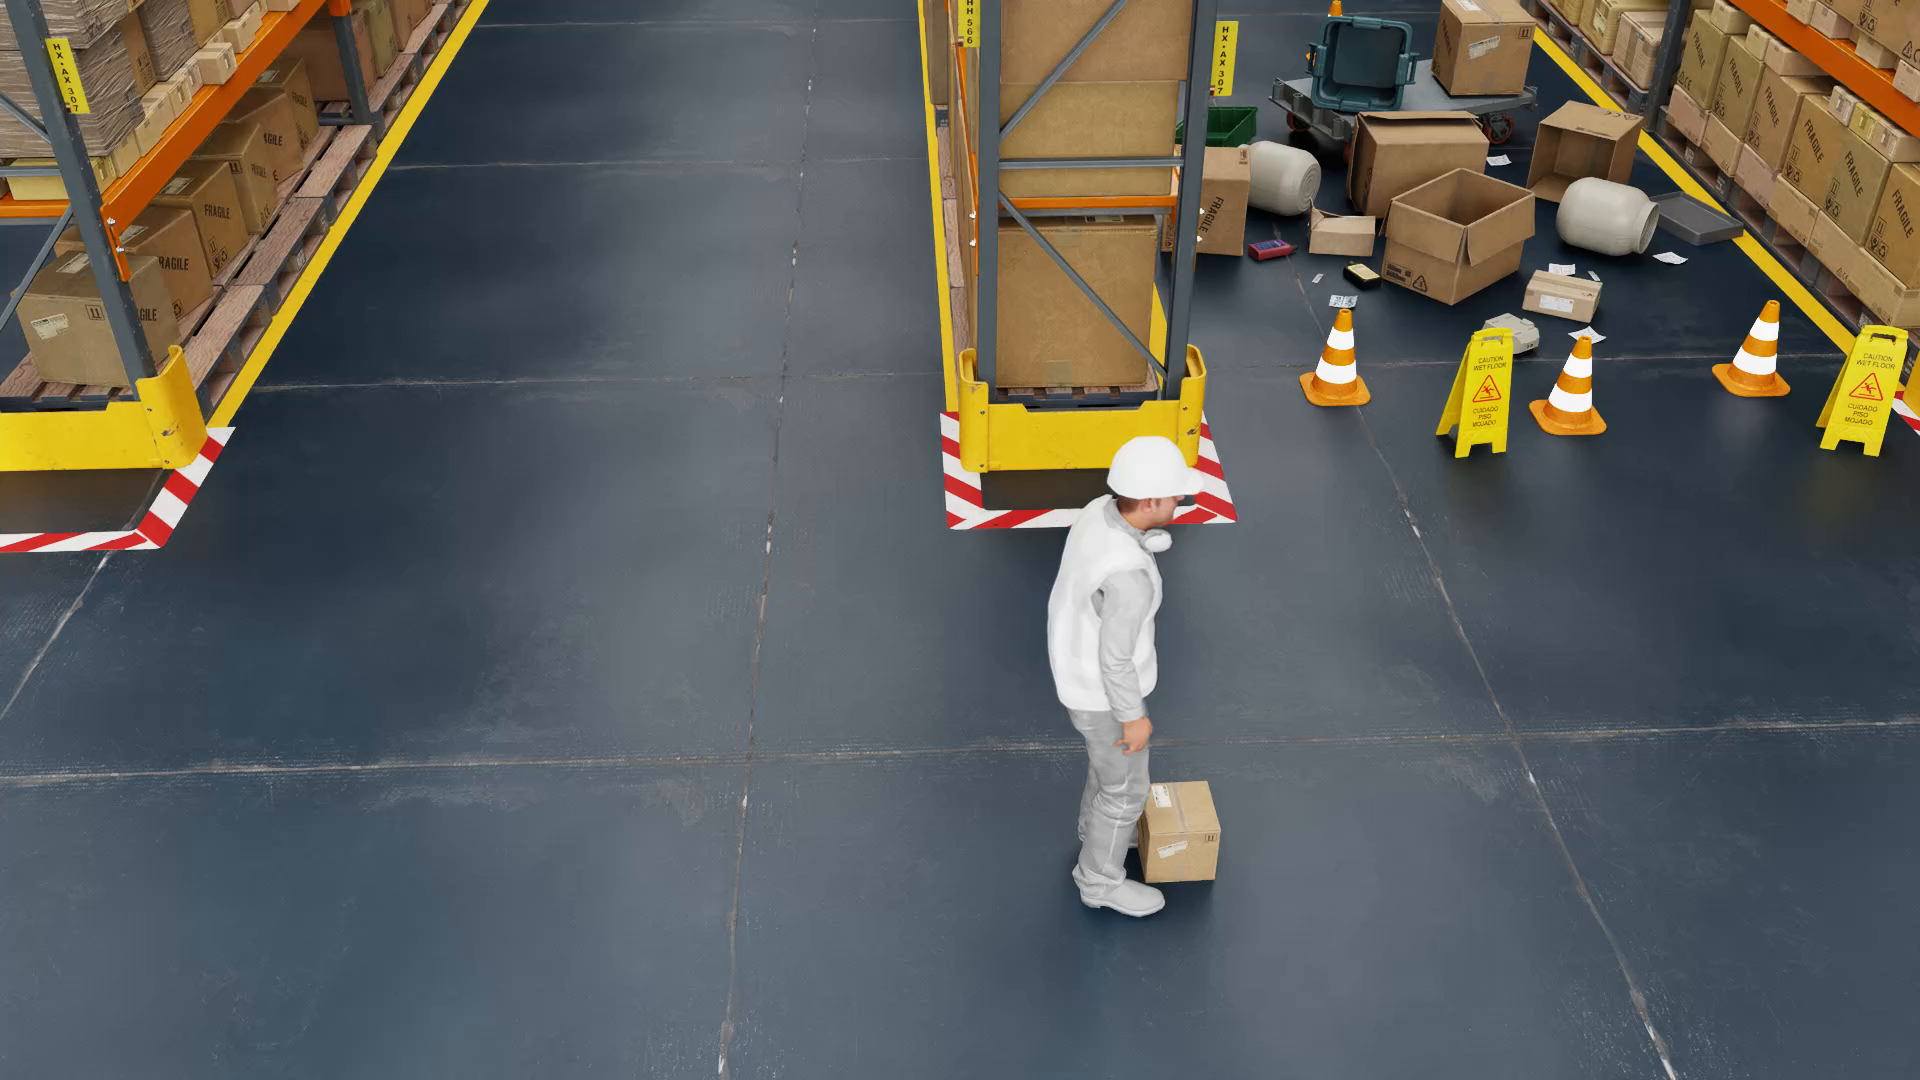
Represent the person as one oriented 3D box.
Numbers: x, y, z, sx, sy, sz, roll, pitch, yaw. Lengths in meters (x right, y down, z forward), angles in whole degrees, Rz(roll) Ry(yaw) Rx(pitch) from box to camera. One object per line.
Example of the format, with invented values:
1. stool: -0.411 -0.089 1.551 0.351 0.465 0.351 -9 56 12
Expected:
1. person: 0.518 0.440 5.494 0.464 1.771 0.570 -1 35 -2
